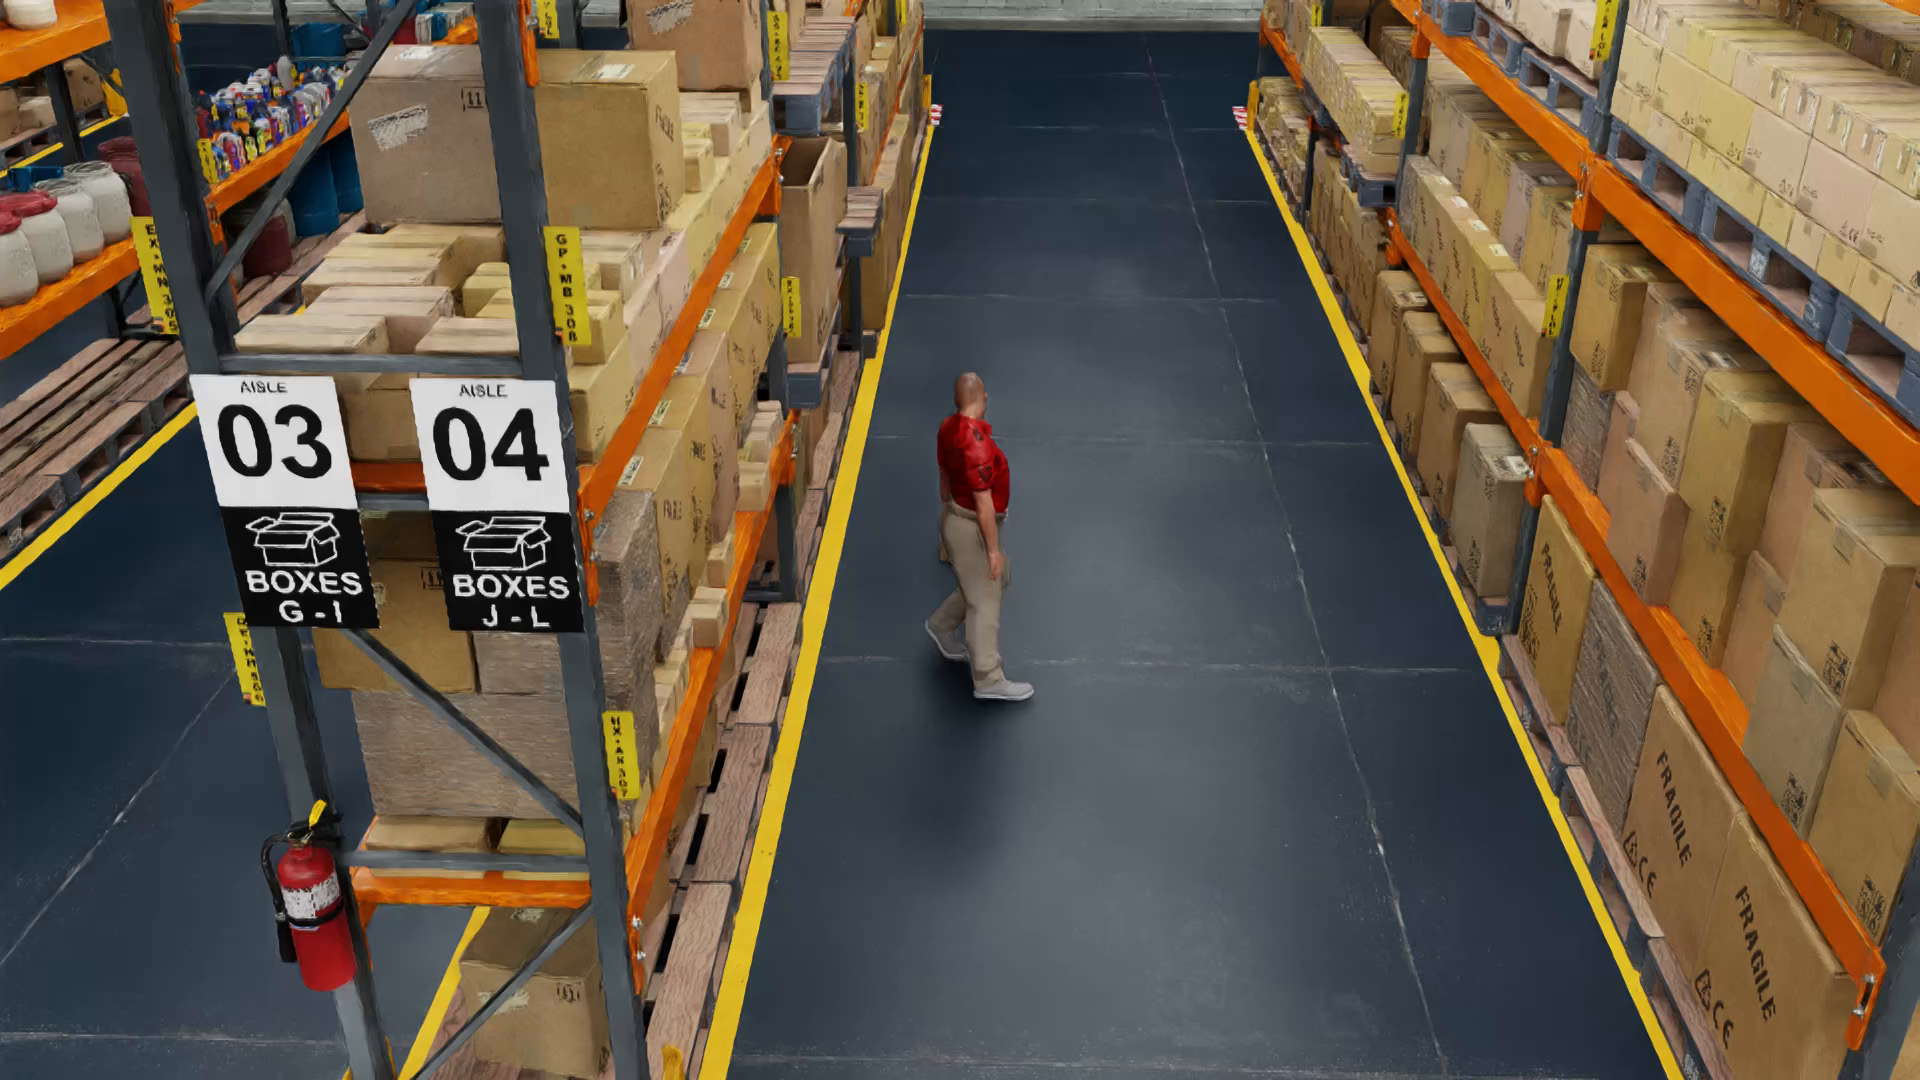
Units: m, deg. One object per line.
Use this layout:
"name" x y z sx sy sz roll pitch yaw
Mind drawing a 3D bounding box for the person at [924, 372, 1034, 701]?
"person" 0.097 -0.027 8.723 0.524 1.694 0.682 -4 28 -7
